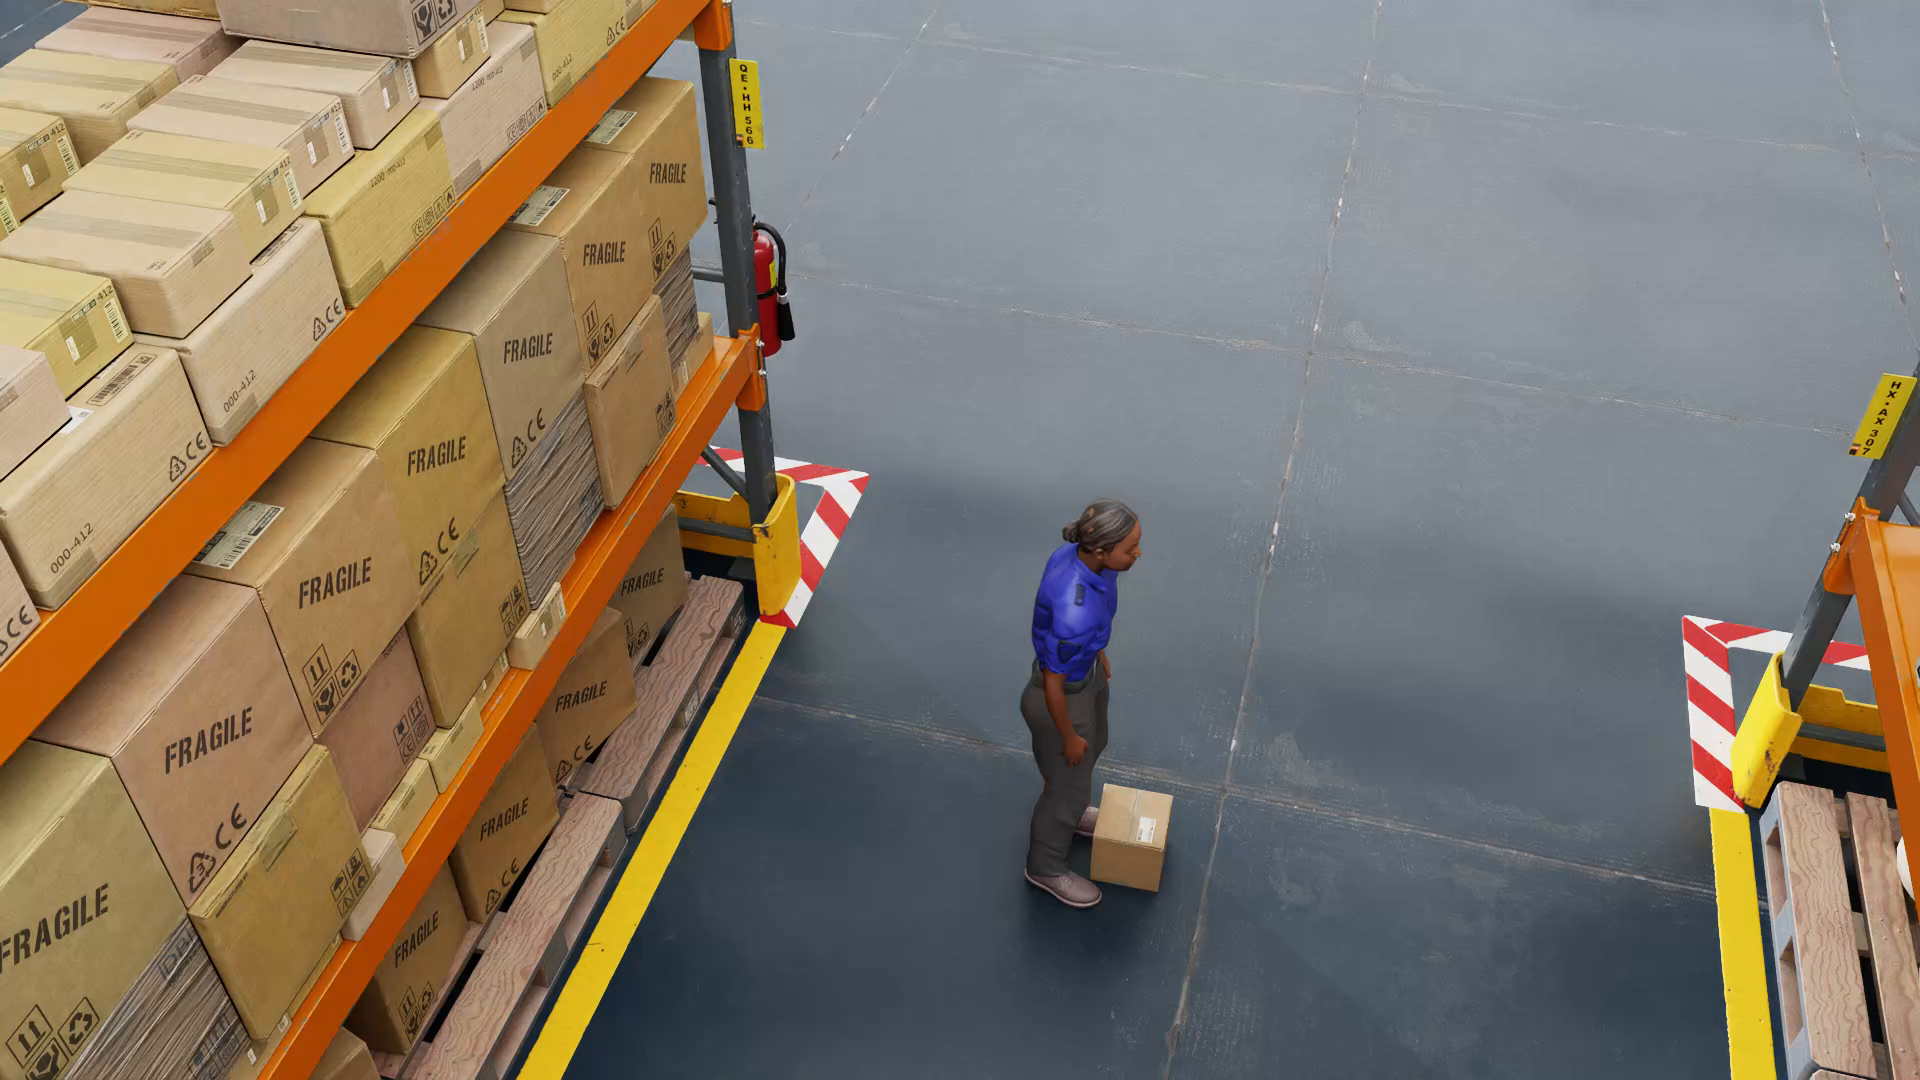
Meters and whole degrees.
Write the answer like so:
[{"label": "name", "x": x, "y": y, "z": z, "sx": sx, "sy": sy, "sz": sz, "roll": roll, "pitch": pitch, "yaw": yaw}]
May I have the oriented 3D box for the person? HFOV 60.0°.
[{"label": "person", "x": 0.390, "y": 0.515, "z": 5.575, "sx": 0.346, "sy": 1.655, "sz": 0.506, "roll": 10, "pitch": 42, "yaw": 12}]
